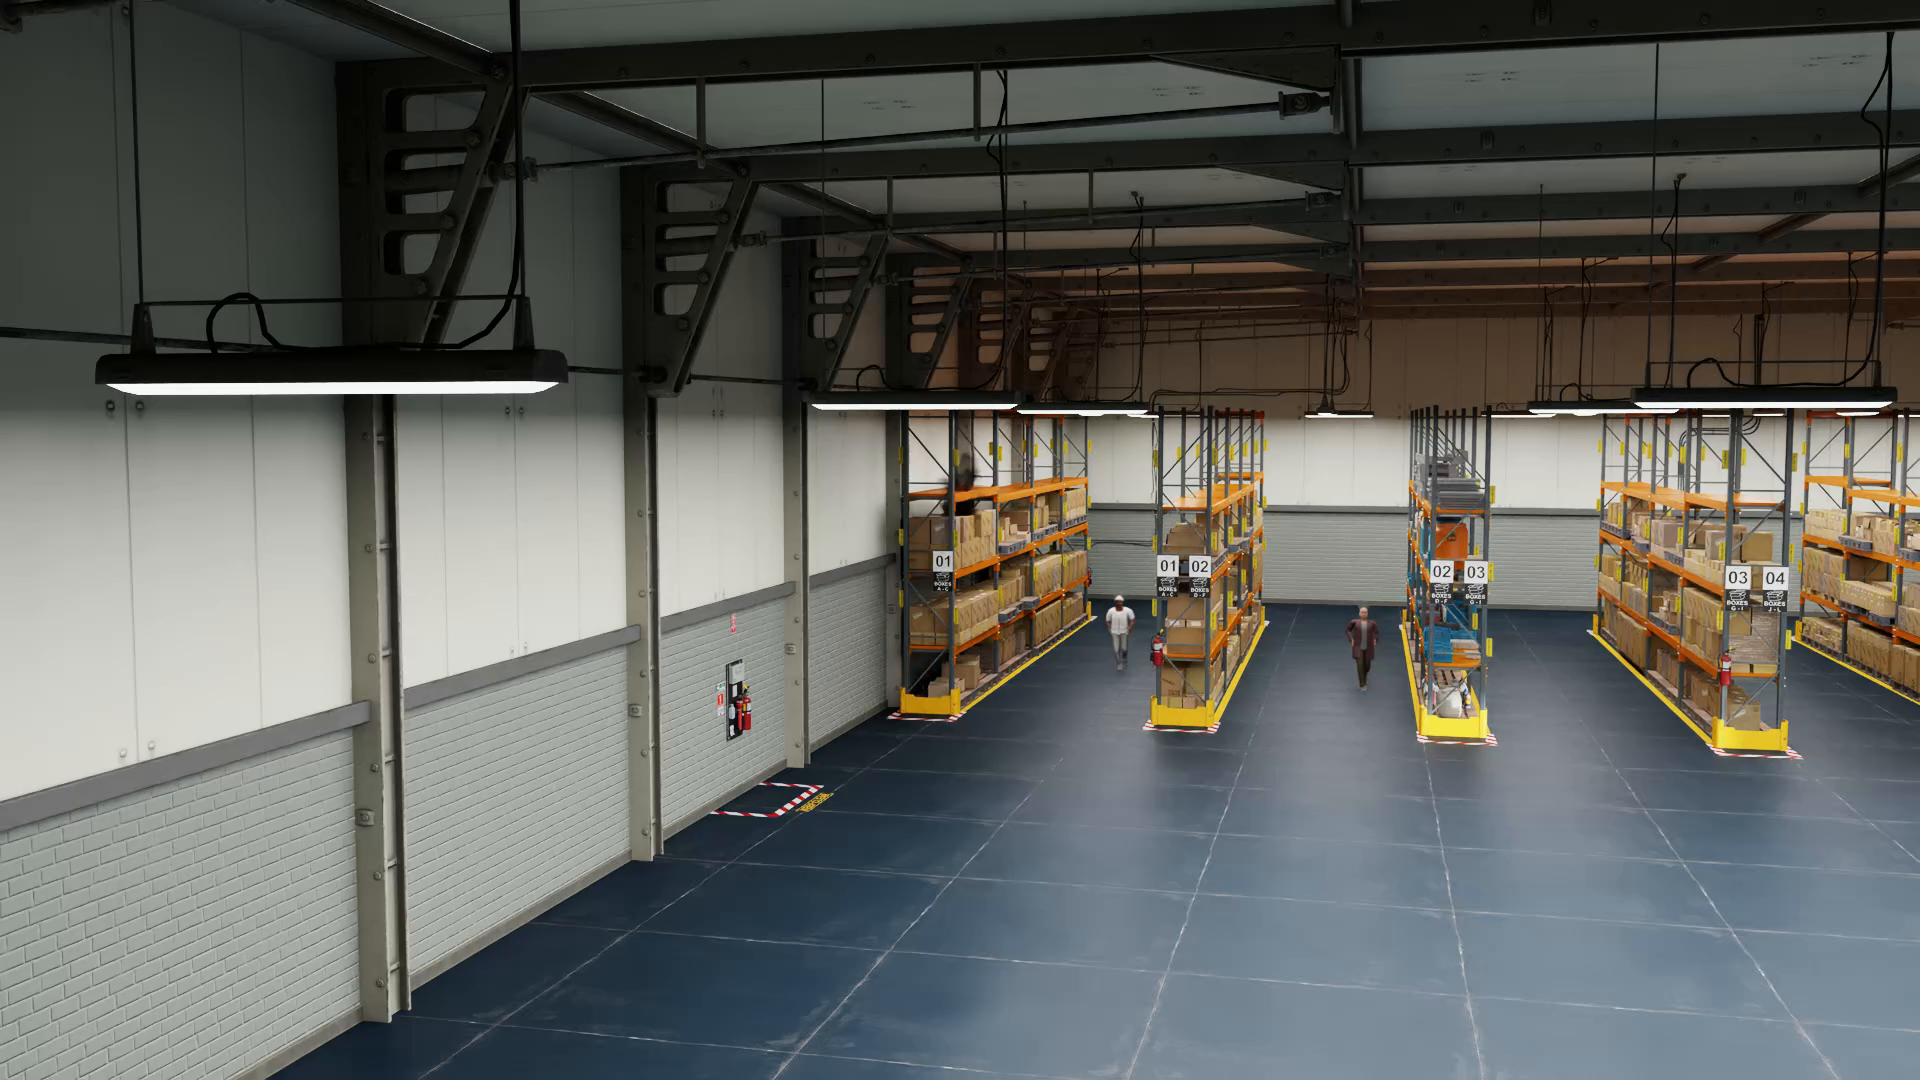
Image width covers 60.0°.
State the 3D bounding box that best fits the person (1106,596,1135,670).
[{"bbox_3d":[3.651,2.129,38.005,0.674,1.721,0.569,1,4,12],"label":"person"}]

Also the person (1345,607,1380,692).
[{"bbox_3d":[8.584,2.338,35.454,0.711,1.723,0.900,1,4,8],"label":"person"}]
